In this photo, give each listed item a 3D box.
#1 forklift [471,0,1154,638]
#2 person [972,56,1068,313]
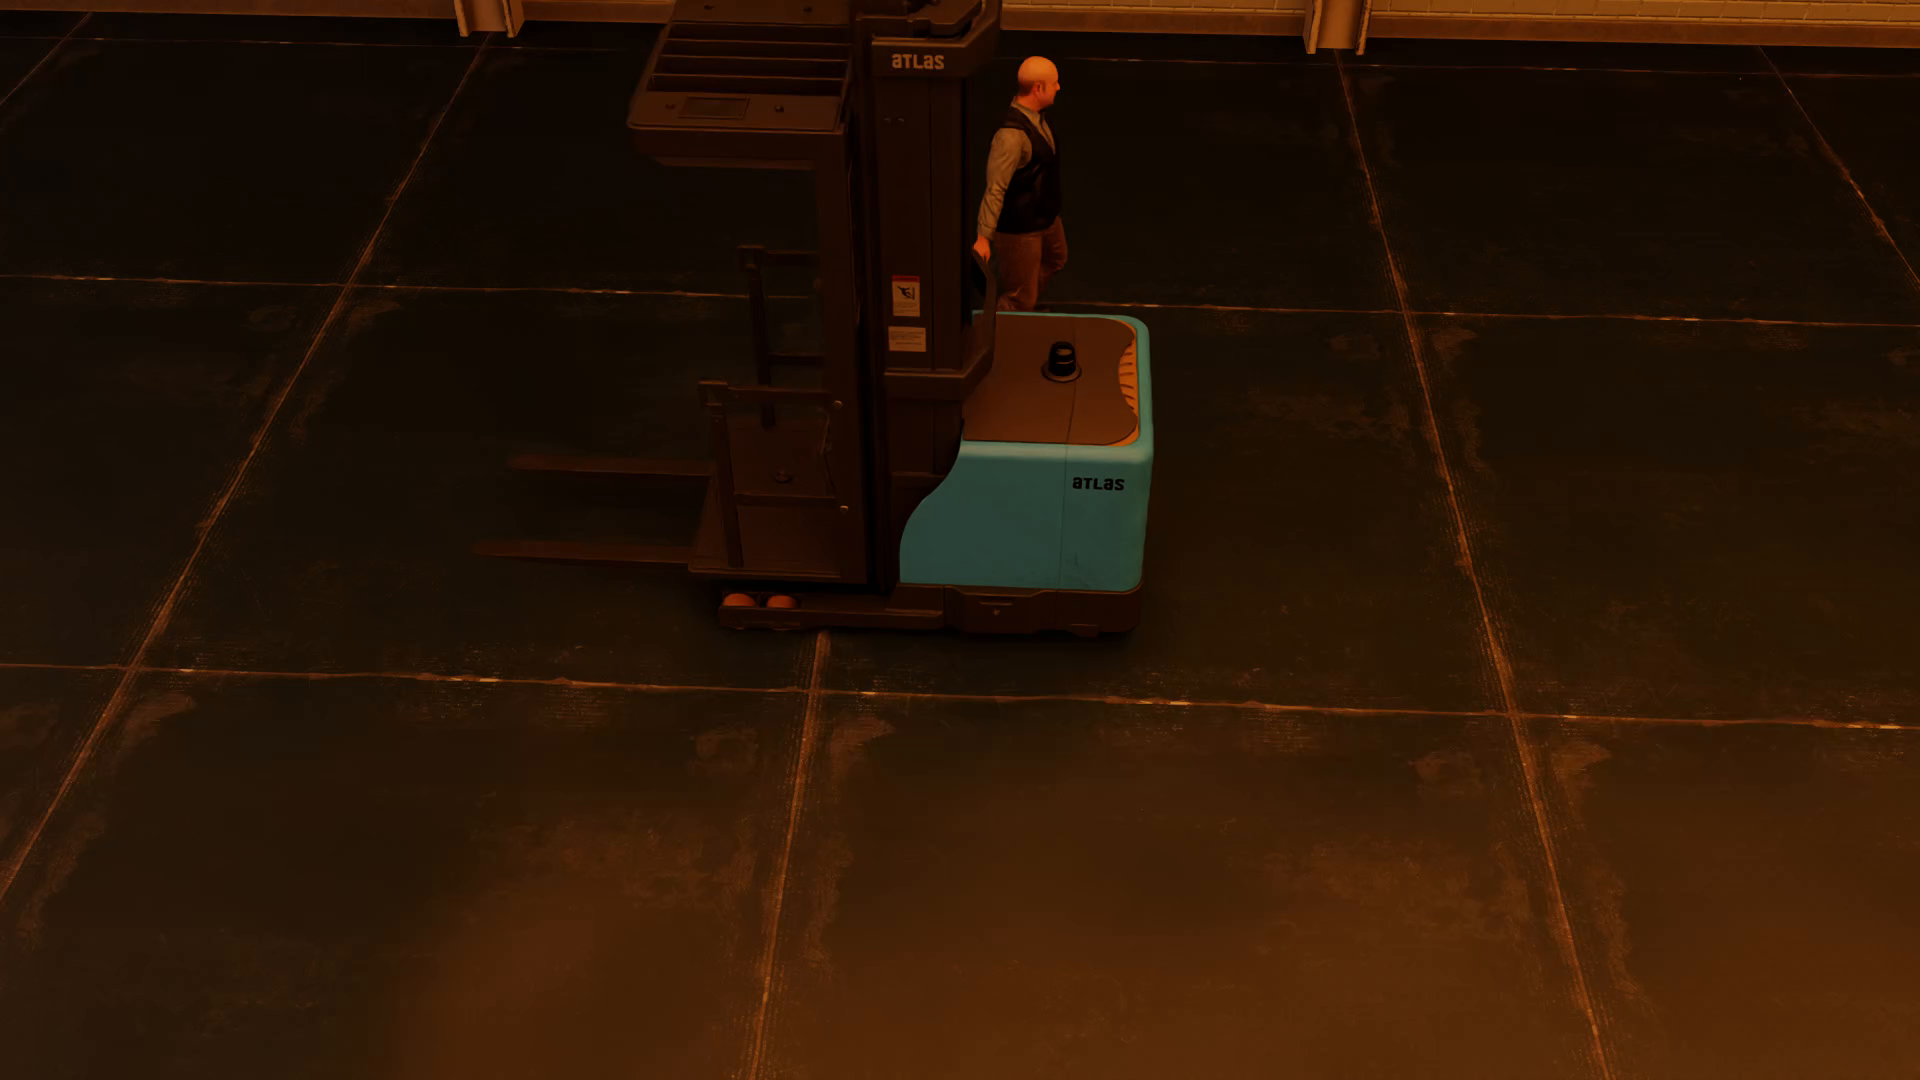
[{"bbox_3d":[-0.684,-1.028,6.869,3.031,2.935,1.130,2,42,2],"label":"forklift"},{"bbox_3d":[0.254,-1.640,8.517,0.485,1.678,0.853,14,44,14],"label":"person"}]
